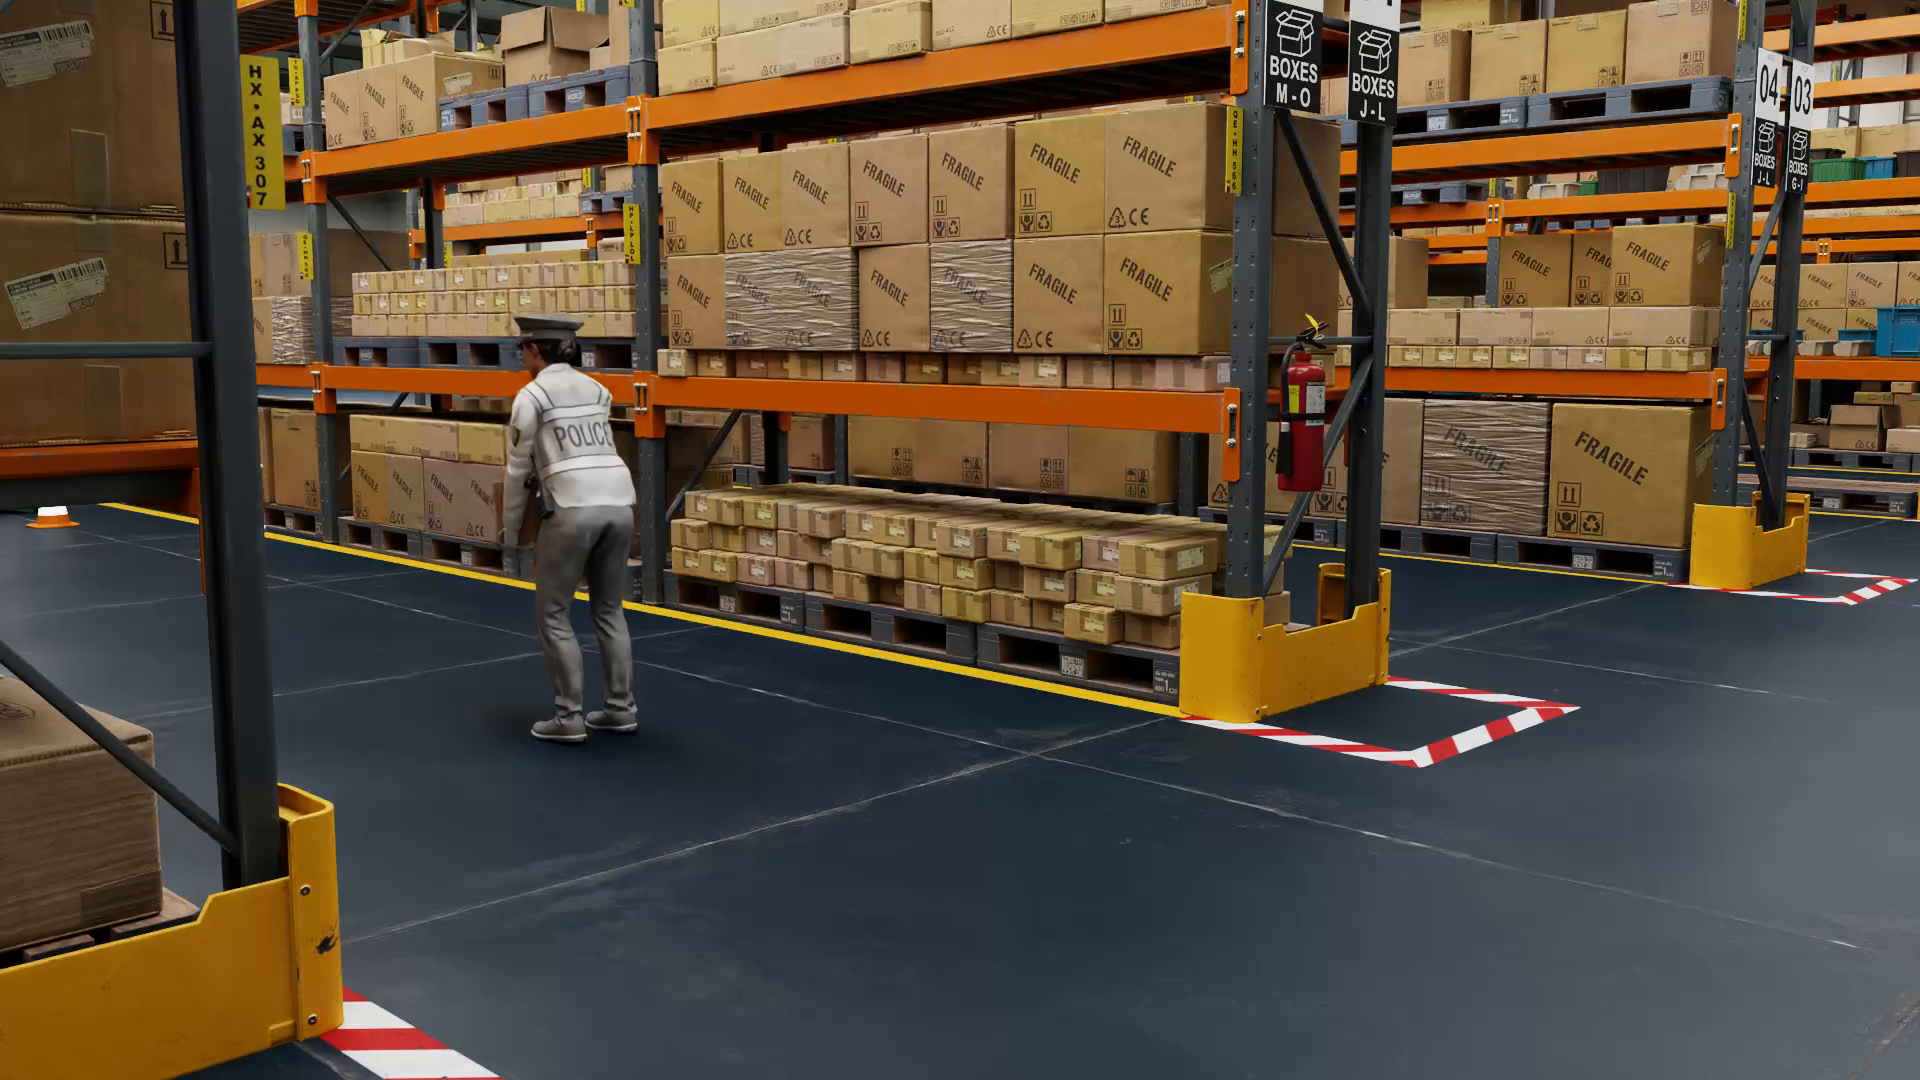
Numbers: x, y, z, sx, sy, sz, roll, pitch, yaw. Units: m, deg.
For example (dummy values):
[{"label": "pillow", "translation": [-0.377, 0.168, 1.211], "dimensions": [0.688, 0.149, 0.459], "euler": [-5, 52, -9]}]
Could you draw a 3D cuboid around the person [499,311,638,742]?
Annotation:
[{"label": "person", "translation": [-1.511, -0.056, 6.383], "dimensions": [0.560, 1.630, 0.412], "euler": [7, 10, 42]}]
